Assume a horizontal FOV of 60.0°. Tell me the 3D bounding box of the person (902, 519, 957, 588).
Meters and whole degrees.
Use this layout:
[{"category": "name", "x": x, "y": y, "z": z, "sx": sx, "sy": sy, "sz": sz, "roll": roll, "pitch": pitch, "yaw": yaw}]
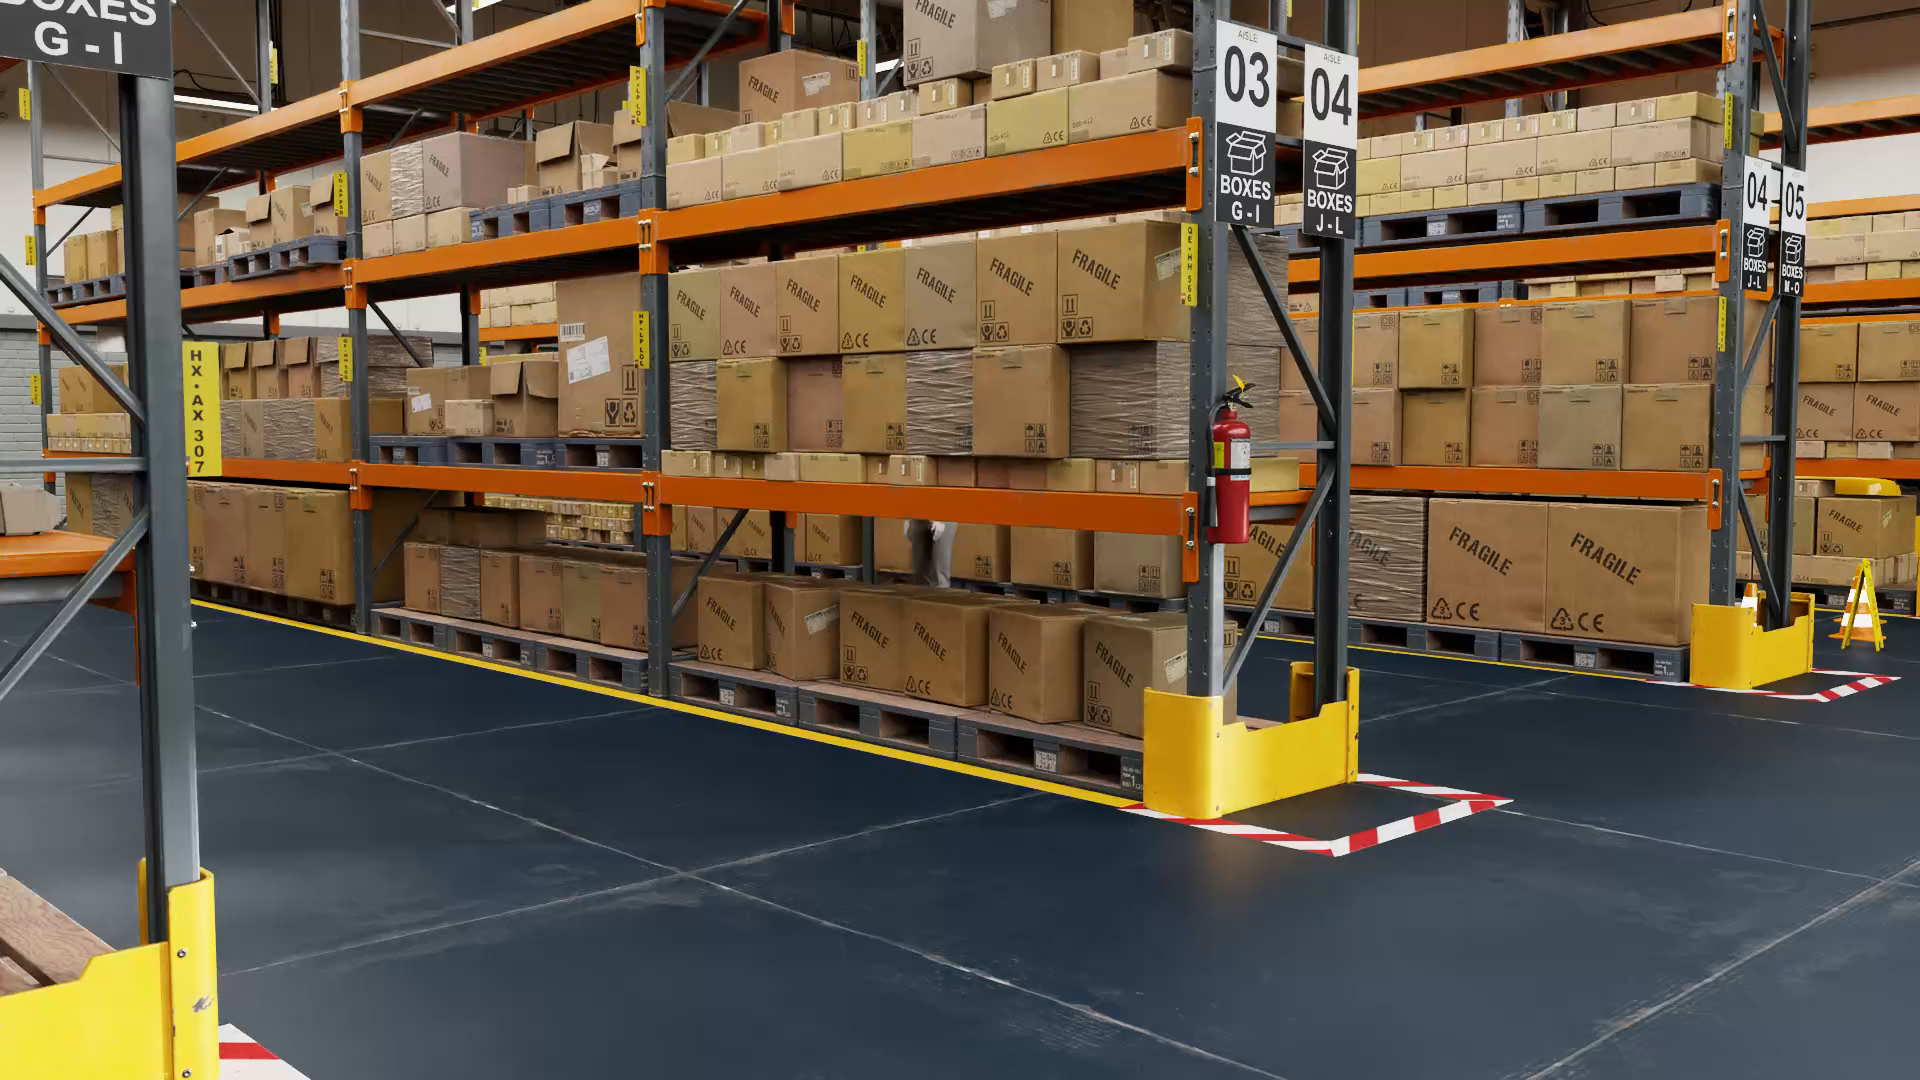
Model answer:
[{"category": "person", "x": -0.266, "y": -0.128, "z": 12.402, "sx": 0.516, "sy": 1.689, "sz": 0.451, "roll": 3, "pitch": 5, "yaw": 37}]
